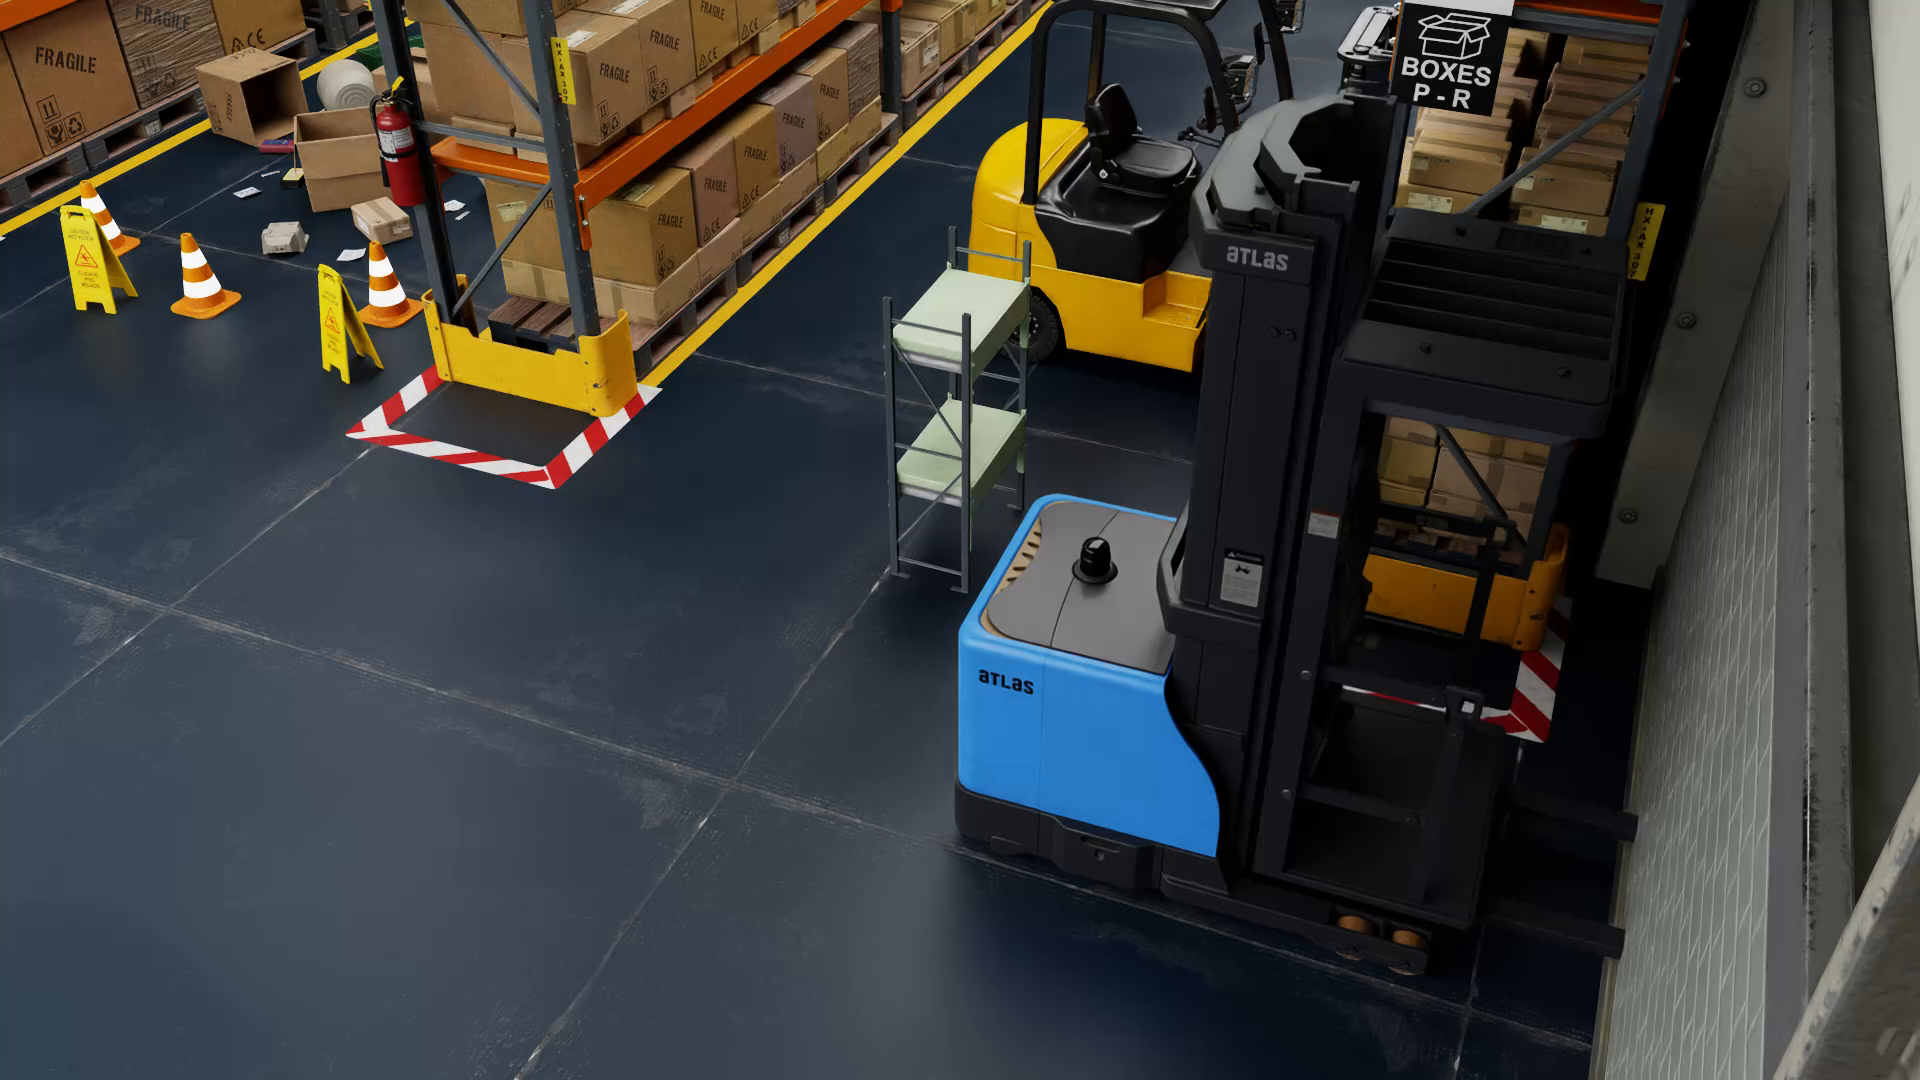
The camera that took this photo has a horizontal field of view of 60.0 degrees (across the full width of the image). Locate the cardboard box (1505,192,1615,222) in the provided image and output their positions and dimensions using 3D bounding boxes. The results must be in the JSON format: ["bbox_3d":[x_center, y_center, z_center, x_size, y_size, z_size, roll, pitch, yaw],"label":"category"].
[{"bbox_3d":[2.787,-1.467,7.623,0.500,0.500,0.500,15,39,19],"label":"cardboard box"}]

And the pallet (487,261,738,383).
[{"bbox_3d":[-2.057,-1.418,9.970,1.003,0.211,1.213,14,39,18],"label":"pallet"}]

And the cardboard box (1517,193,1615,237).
[{"bbox_3d":[2.533,-1.351,6.926,0.380,0.149,0.250,13,39,17],"label":"cardboard box"}]

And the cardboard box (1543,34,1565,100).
[{"bbox_3d":[2.901,-2.418,8.896,0.500,0.500,0.500,13,39,17],"label":"cardboard box"}]

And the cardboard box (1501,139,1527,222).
[{"bbox_3d":[2.314,-1.580,7.774,0.500,0.500,0.500,15,39,19],"label":"cardboard box"}]

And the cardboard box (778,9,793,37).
[{"bbox_3d":[-1.255,-3.219,10.261,0.380,0.149,0.250,13,39,17],"label":"cardboard box"}]

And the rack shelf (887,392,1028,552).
[{"bbox_3d":[-0.003,-0.336,7.991,0.431,0.370,0.720,14,39,18],"label":"rack shelf"}]

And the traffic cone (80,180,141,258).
[{"bbox_3d":[-5.529,-2.077,10.642,0.336,0.463,0.334,14,39,18],"label":"traffic cone"}]

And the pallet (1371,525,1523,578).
[{"bbox_3d":[2.416,-0.238,8.392,1.003,0.211,1.213,14,39,18],"label":"pallet"}]

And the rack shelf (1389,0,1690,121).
[{"bbox_3d":[2.925,-2.943,7.777,1.077,0.370,4.000,14,39,18],"label":"rack shelf"}]

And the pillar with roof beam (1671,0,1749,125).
[{"bbox_3d":[1.564,-7.808,11.180,9.100,9.000,0.400,14,39,18],"label":"pillar with roof beam"}]

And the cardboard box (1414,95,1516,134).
[{"bbox_3d":[2.245,-1.882,7.389,0.380,0.149,0.250,15,39,19],"label":"cardboard box"}]

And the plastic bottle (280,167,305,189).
[{"bbox_3d":[-4.625,-2.537,11.593,0.133,0.061,0.283,1,37,2],"label":"plastic bottle"}]

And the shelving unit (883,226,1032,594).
[{"bbox_3d":[-0.003,-0.597,7.796,0.431,1.500,0.755,14,39,18],"label":"shelving unit"}]

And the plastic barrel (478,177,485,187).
[{"bbox_3d":[-3.042,-2.507,11.251,0.421,0.421,0.512,-17,40,-22],"label":"plastic barrel"}]

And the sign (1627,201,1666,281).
[{"bbox_3d":[2.675,-1.171,6.522,0.100,0.325,0.005,14,39,18],"label":"sign"}]

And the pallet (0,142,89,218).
[{"bbox_3d":[-6.812,-2.466,11.373,1.003,0.211,1.213,14,39,18],"label":"pallet"}]

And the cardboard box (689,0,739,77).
[{"bbox_3d":[-1.604,-2.979,9.398,0.500,0.500,0.500,13,39,17],"label":"cardboard box"}]

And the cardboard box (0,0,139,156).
[{"bbox_3d":[-6.514,-3.318,11.607,0.875,0.875,0.875,13,39,17],"label":"cardboard box"}]

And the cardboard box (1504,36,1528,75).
[{"bbox_3d":[2.498,-2.317,7.970,0.380,0.149,0.250,15,39,19],"label":"cardboard box"}]

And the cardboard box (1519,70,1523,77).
[{"bbox_3d":[2.502,-2.194,8.054,0.380,0.149,0.250,14,39,18],"label":"cardboard box"}]

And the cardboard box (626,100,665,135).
[{"bbox_3d":[-1.848,-2.362,9.115,0.380,0.149,0.250,13,39,16],"label":"cardboard box"}]

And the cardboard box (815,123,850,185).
[{"bbox_3d":[-1.076,-2.647,11.231,0.500,0.250,0.500,13,39,17],"label":"cardboard box"}]

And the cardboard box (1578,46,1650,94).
[{"bbox_3d":[3.083,-2.173,7.778,0.380,0.149,0.250,13,39,17],"label":"cardboard box"}]

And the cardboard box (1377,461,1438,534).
[{"bbox_3d":[2.050,-0.321,8.120,0.500,0.250,0.500,14,39,18],"label":"cardboard box"}]

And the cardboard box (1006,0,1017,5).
[{"bbox_3d":[0.118,-4.875,14.111,0.950,0.372,0.625,13,39,17],"label":"cardboard box"}]

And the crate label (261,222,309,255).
[{"bbox_3d":[-4.371,-1.950,10.745,0.250,0.136,0.298,-5,37,-6],"label":"crate label"}]

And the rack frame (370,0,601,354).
[{"bbox_3d":[-2.428,-2.051,8.488,1.000,3.000,0.127,14,39,18],"label":"rack frame"}]

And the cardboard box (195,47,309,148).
[{"bbox_3d":[-5.164,-3.244,12.170,0.500,0.500,0.500,21,42,25],"label":"cardboard box"}]

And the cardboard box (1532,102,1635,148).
[{"bbox_3d":[2.707,-1.765,7.232,0.380,0.149,0.250,15,39,19],"label":"cardboard box"}]

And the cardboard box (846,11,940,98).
[{"bbox_3d":[-0.709,-3.672,12.501,0.950,0.372,0.625,14,39,18],"label":"cardboard box"}]

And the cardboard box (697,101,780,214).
[{"bbox_3d":[-1.464,-2.381,10.250,0.500,0.500,0.500,15,39,19],"label":"cardboard box"}]

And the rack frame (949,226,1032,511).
[{"bbox_3d":[0.137,-0.800,8.067,0.400,1.500,0.023,14,39,18],"label":"rack frame"}]

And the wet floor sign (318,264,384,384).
[{"bbox_3d":[-3.490,-1.246,9.378,0.267,0.644,0.232,29,45,33],"label":"wet floor sign"}]

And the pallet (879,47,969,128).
[{"bbox_3d":[-0.611,-3.580,12.863,1.003,0.211,1.213,14,39,18],"label":"pallet"}]

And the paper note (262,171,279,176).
[{"bbox_3d":[-4.845,-2.575,11.687,0.123,0.001,0.032,-25,43,-29],"label":"paper note"}]

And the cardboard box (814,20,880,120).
[{"bbox_3d":[-0.883,-3.244,11.404,0.500,0.500,0.500,13,39,17],"label":"cardboard box"}]

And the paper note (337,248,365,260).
[{"bbox_3d":[-3.909,-1.838,10.684,0.148,0.019,0.142,1,37,2],"label":"paper note"}]

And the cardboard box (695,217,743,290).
[{"bbox_3d":[-1.664,-1.782,10.075,0.500,0.250,0.500,15,39,19],"label":"cardboard box"}]

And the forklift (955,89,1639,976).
[{"bbox_3d":[1.550,0.062,5.719,3.031,2.935,1.130,13,39,16],"label":"forklift"}]

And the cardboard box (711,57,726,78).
[{"bbox_3d":[-1.597,-2.803,9.705,0.380,0.149,0.250,15,39,19],"label":"cardboard box"}]

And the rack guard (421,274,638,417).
[{"bbox_3d":[-2.399,-1.092,9.293,1.175,0.500,0.348,14,39,18],"label":"rack guard"}]

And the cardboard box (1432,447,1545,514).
[{"bbox_3d":[2.535,-0.402,7.811,0.500,0.250,0.500,15,39,19],"label":"cardboard box"}]

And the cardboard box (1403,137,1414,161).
[{"bbox_3d":[2.106,-1.626,7.295,0.380,0.149,0.250,14,39,18],"label":"cardboard box"}]

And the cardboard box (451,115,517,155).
[{"bbox_3d":[-2.484,-2.206,8.906,0.380,0.149,0.250,15,39,19],"label":"cardboard box"}]

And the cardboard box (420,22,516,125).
[{"bbox_3d":[-2.476,-2.573,8.855,0.500,0.500,0.500,13,39,17],"label":"cardboard box"}]

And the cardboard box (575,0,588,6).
[{"bbox_3d":[-2.236,-3.221,8.887,0.700,0.500,0.500,14,39,18],"label":"cardboard box"}]
